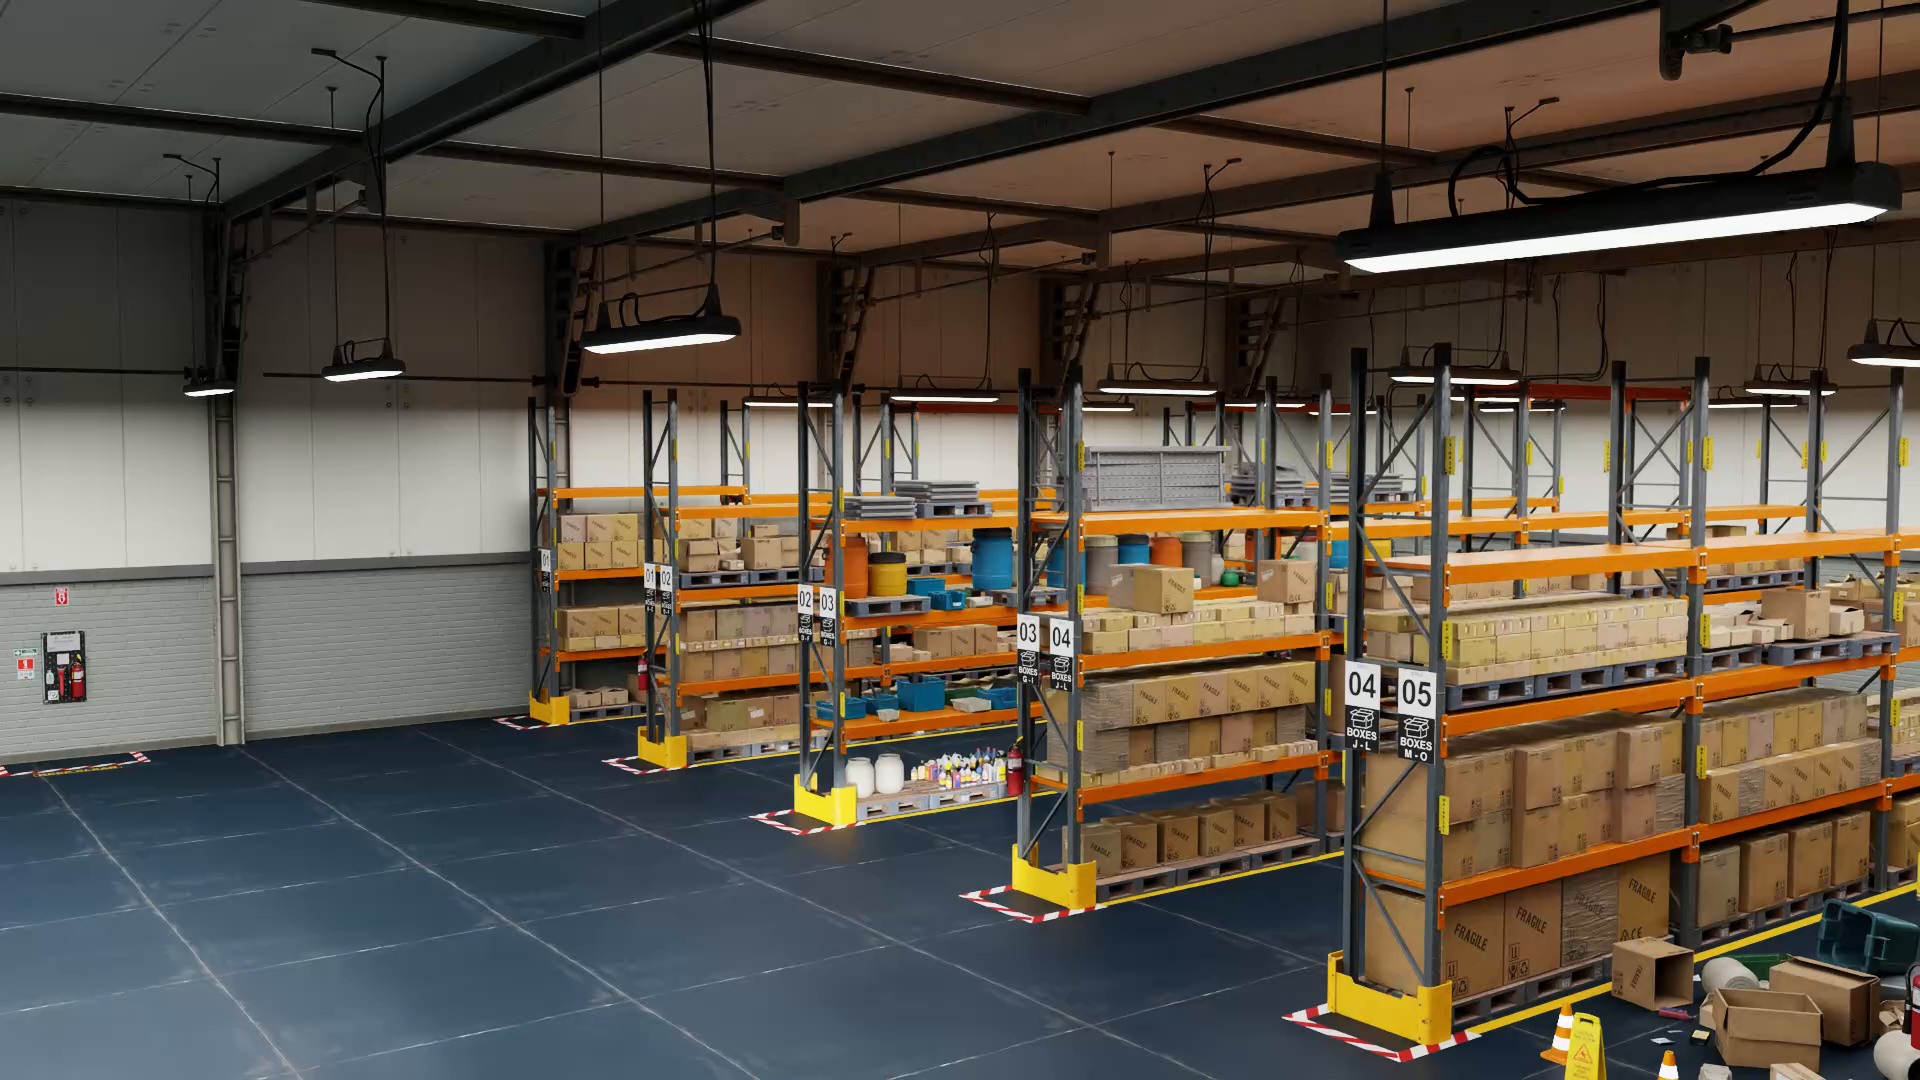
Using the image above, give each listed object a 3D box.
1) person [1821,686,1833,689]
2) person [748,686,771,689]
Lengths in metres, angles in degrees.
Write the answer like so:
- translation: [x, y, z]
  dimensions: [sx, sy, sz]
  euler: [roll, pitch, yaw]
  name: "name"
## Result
- translation: [12.650, 2.916, 24.342]
  dimensions: [0.468, 1.593, 0.400]
  euler: [-2, 4, -30]
  name: "person"
- translation: [-3.594, 2.544, 29.665]
  dimensions: [0.573, 1.727, 0.418]
  euler: [-3, 5, -43]
  name: "person"
